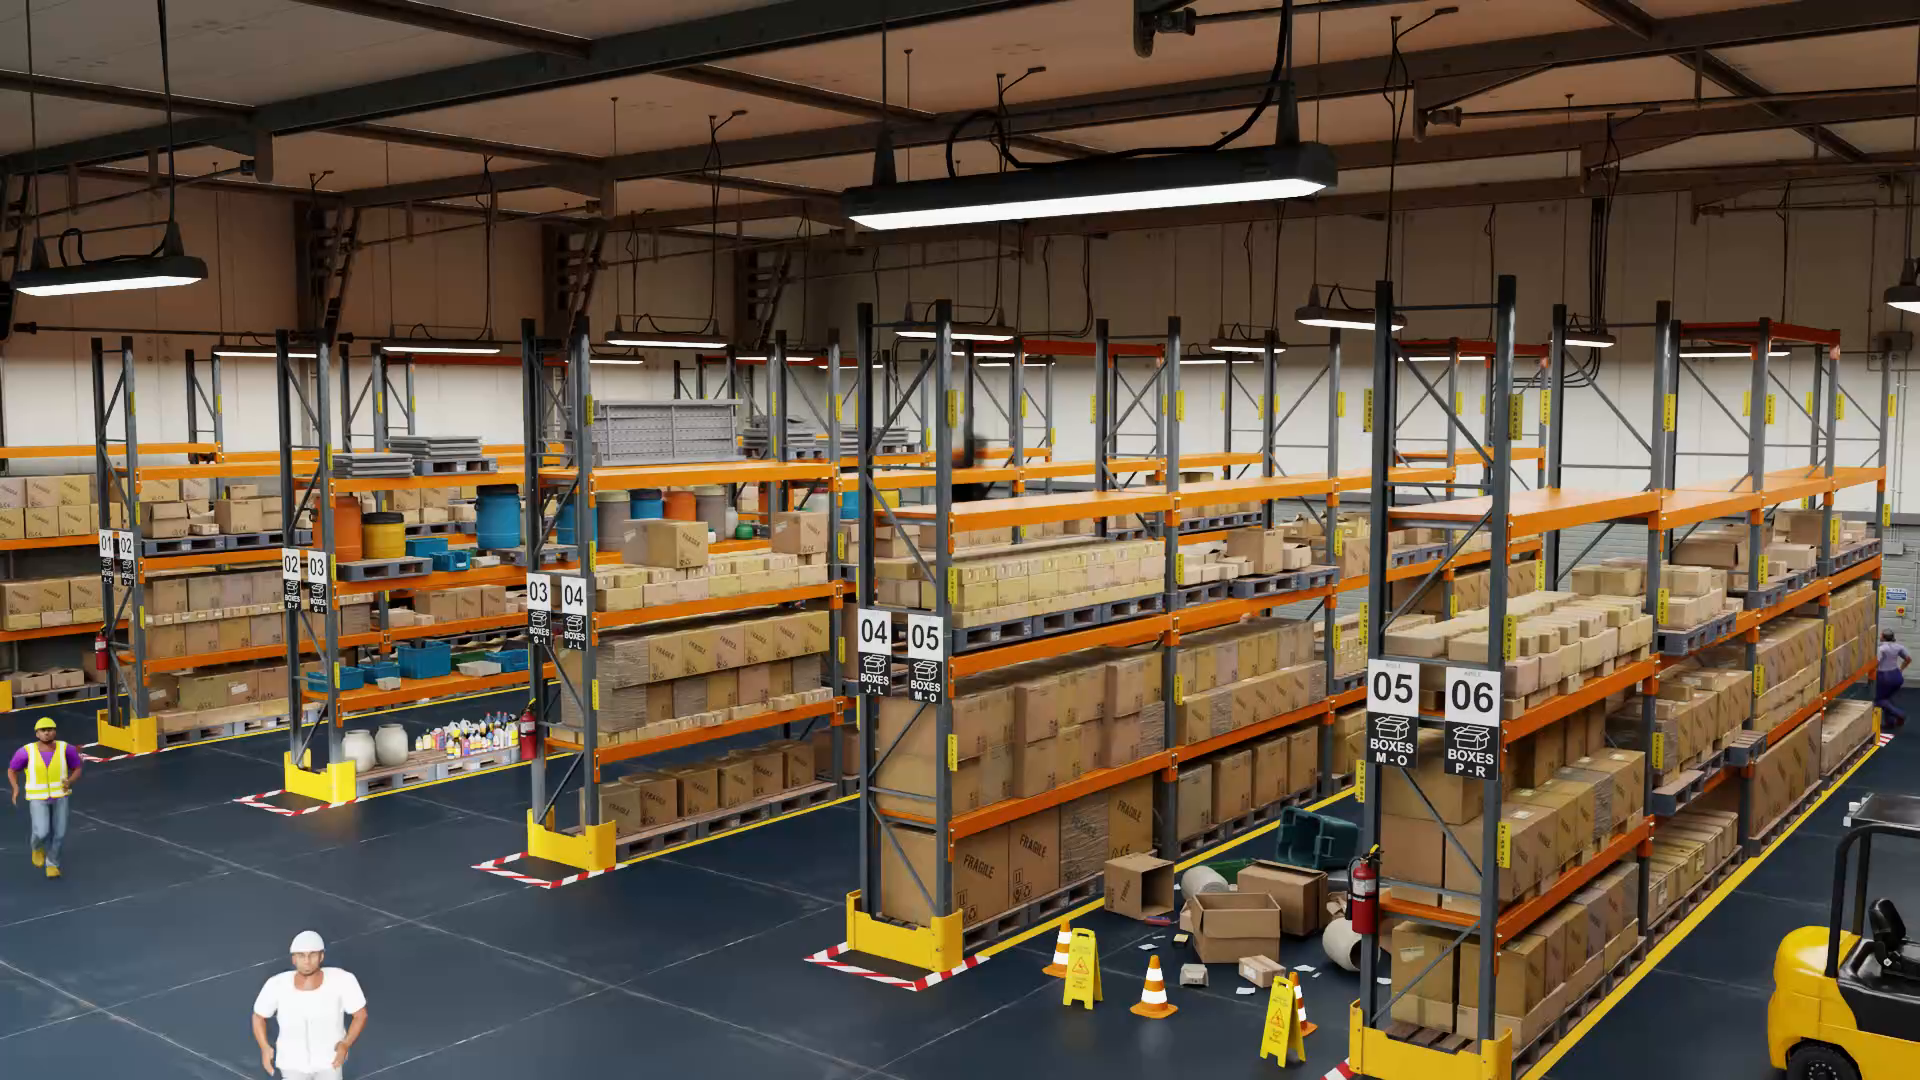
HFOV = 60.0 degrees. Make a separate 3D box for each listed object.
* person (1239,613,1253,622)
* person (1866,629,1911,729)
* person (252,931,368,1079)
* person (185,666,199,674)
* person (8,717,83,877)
[{"bbox_3d":[4.201,1.953,24.024,0.668,1.819,0.709,5,7,44],"label":"person"},{"bbox_3d":[14.263,2.160,25.529,0.658,1.612,0.593,-1,5,-16],"label":"person"},{"bbox_3d":[-4.192,3.366,10.734,0.708,1.746,0.714,-1,5,-16],"label":"person"},{"bbox_3d":[-12.510,1.939,27.133,0.647,1.747,0.928,2,5,24],"label":"person"},{"bbox_3d":[-9.758,2.758,17.792,0.698,1.718,0.575,-3,6,-34],"label":"person"}]
